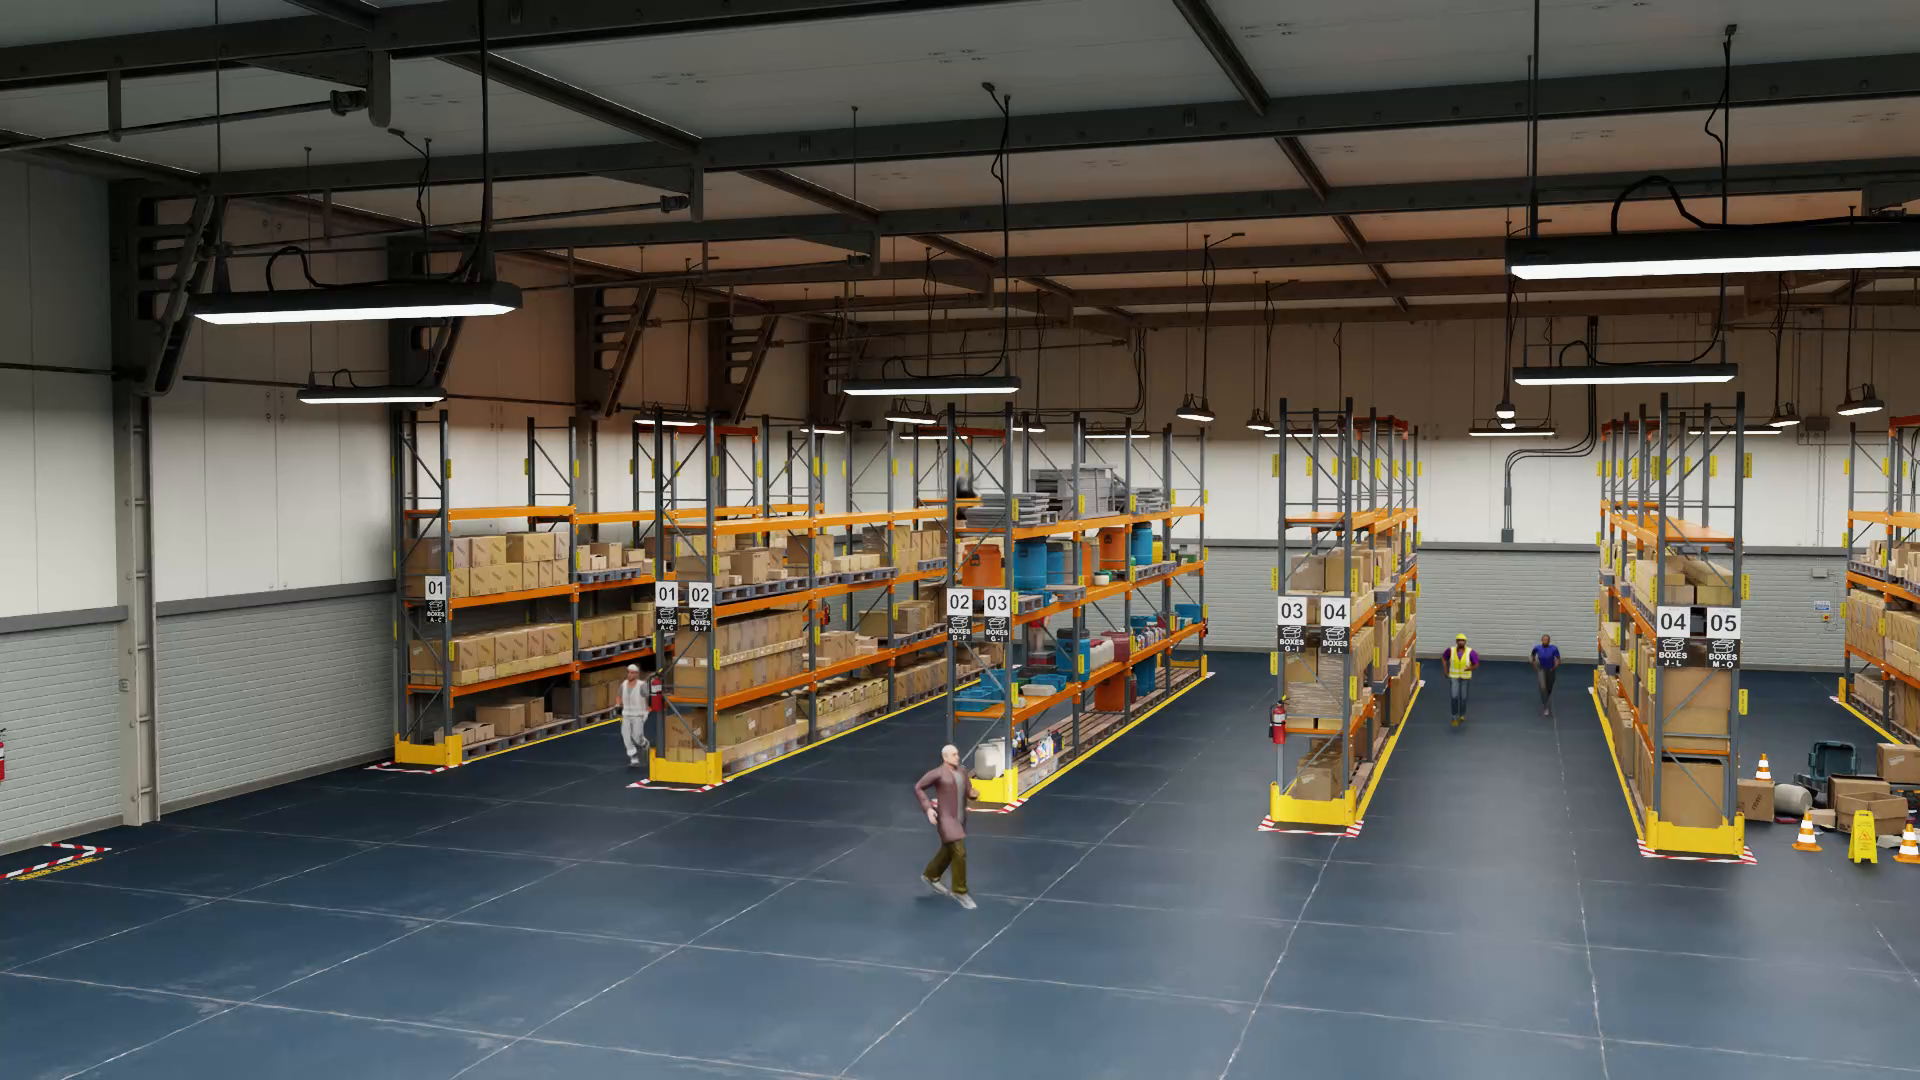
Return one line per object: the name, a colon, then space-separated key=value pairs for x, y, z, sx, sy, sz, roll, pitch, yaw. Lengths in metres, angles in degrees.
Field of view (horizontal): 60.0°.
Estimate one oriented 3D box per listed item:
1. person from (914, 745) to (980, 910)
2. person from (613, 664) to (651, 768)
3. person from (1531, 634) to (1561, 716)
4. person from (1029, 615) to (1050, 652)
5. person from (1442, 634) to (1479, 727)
person: x=-0.125 y=3.276 z=19.183 sx=0.908 sy=1.833 sz=0.678 roll=2 pitch=3 yaw=36
person: x=-5.455 y=2.949 z=27.824 sx=0.687 sy=1.750 sz=0.635 roll=1 pitch=3 yaw=17
person: x=12.029 y=2.739 z=34.141 sx=0.578 sy=1.652 sz=1.050 roll=1 pitch=3 yaw=15
person: x=1.750 y=2.183 z=38.514 sx=0.657 sy=1.773 sz=0.859 roll=0 pitch=2 yaw=7
person: x=9.773 y=2.743 z=32.496 sx=0.695 sy=1.836 sz=0.670 roll=1 pitch=3 yaw=17
